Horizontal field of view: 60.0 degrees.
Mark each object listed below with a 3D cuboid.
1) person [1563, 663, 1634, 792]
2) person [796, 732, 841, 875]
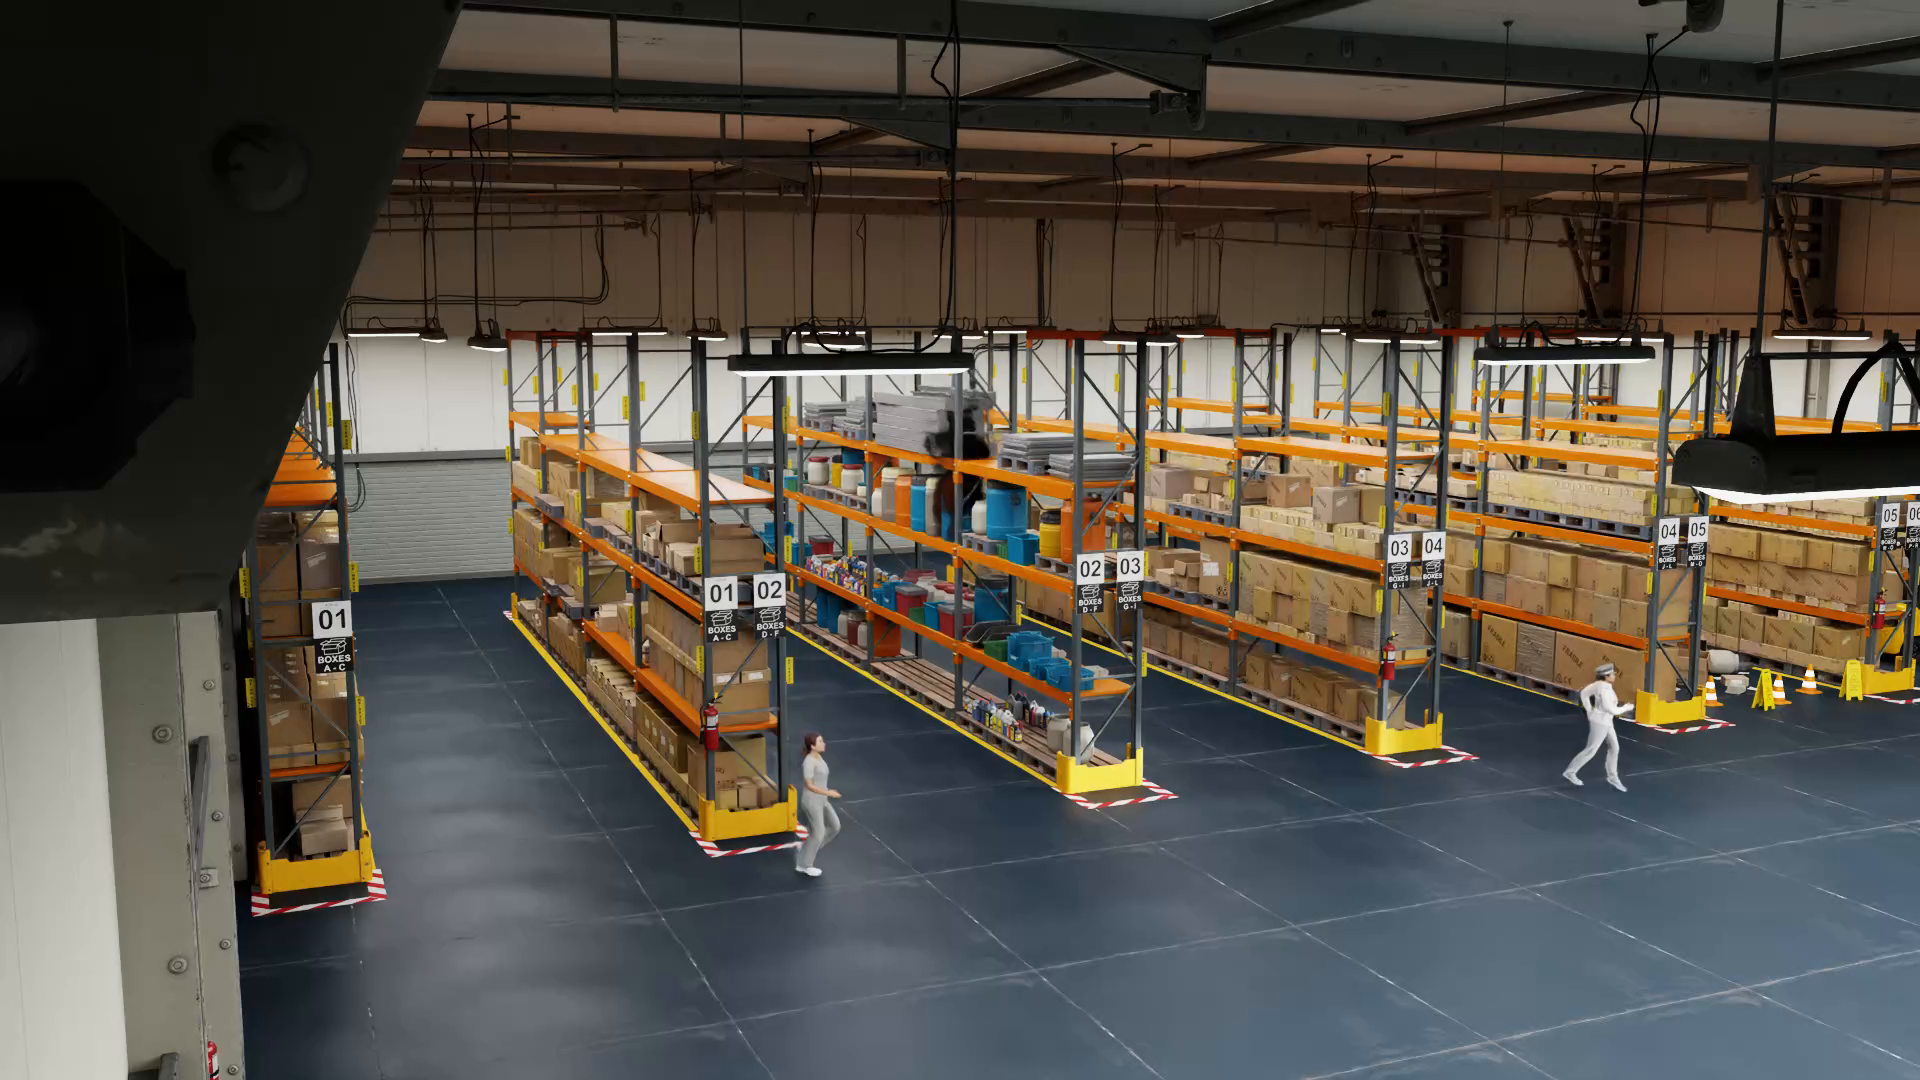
[{"bbox_3d":[8.499,2.487,22.128,0.847,1.738,0.566,2,8,16],"label":"person"},{"bbox_3d":[-1.592,2.972,18.848,0.554,1.643,0.596,1,8,11],"label":"person"}]
